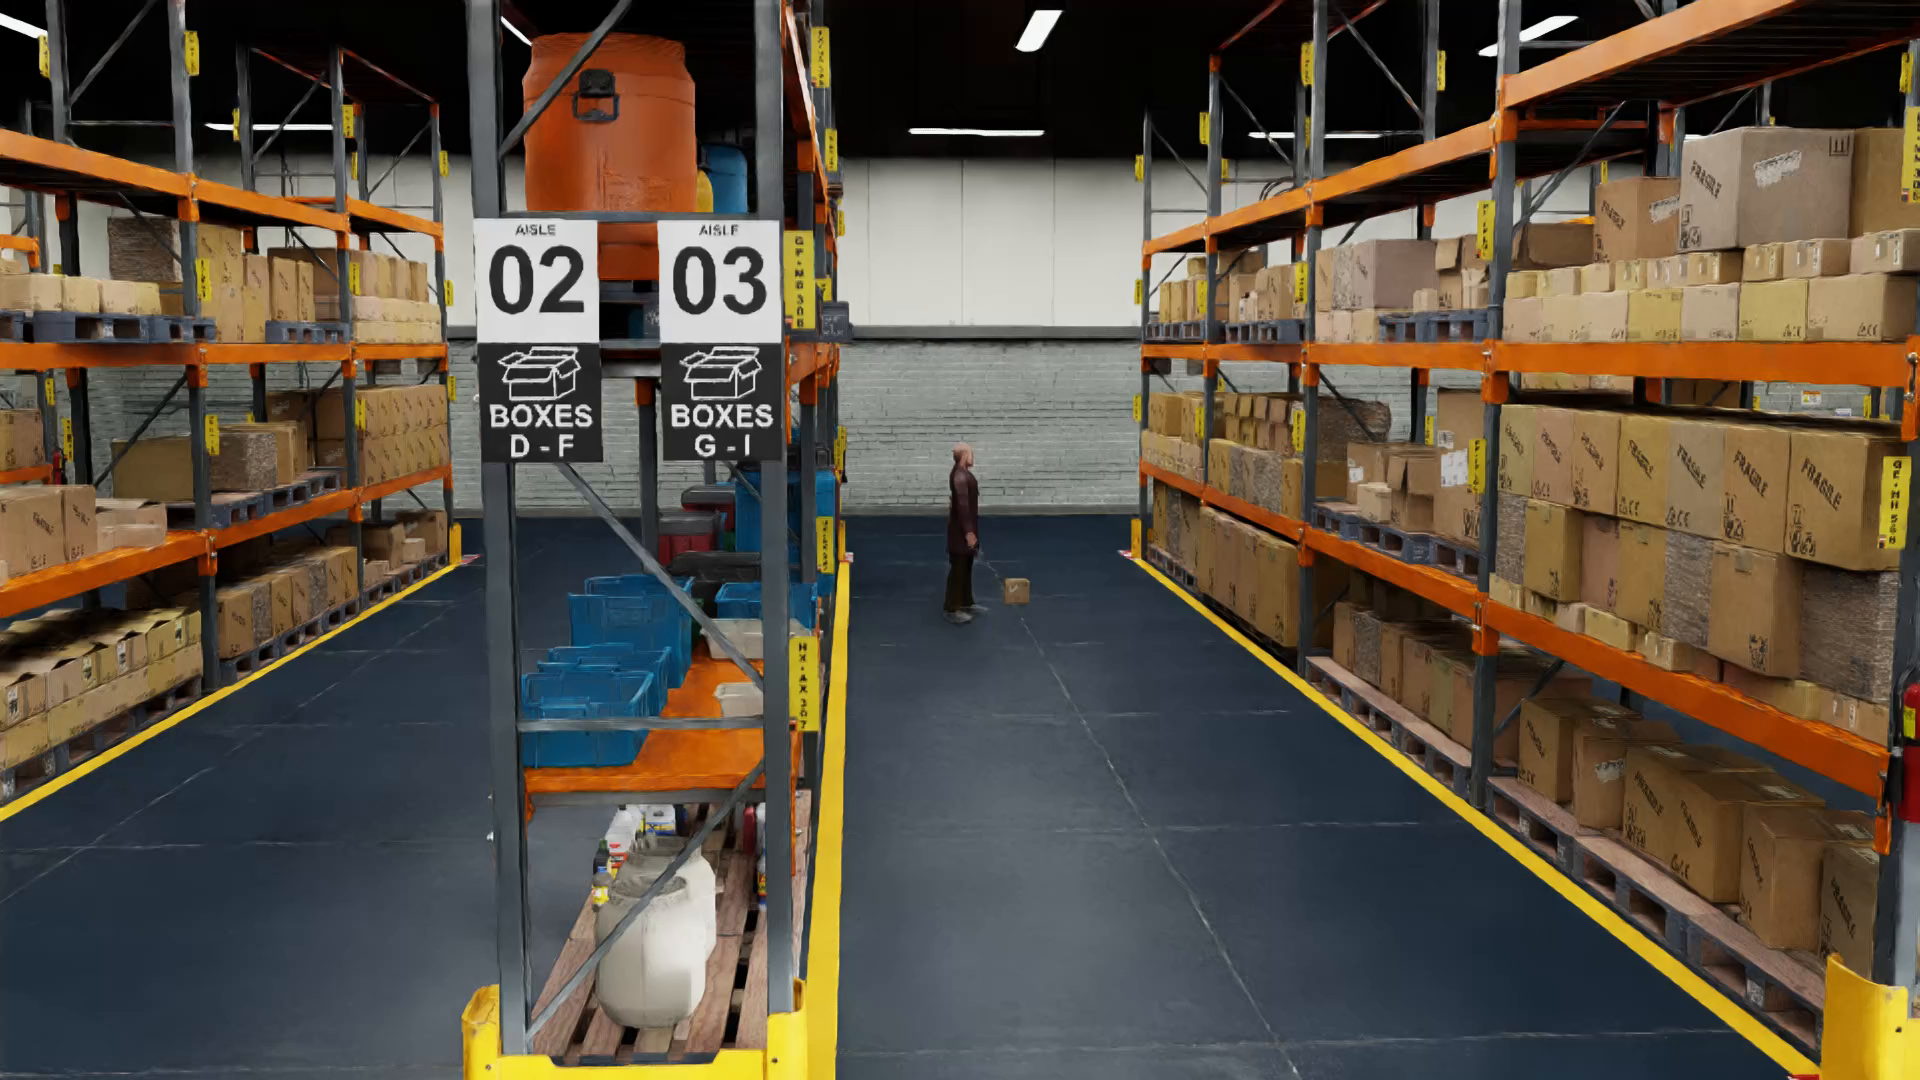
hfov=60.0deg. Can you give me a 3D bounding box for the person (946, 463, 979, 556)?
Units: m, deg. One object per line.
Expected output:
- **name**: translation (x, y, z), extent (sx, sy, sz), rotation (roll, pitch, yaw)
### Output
- **person**: translation (0.027, -0.323, 16.810), extent (0.341, 0.931, 0.677), rotation (0, 7, 0)
